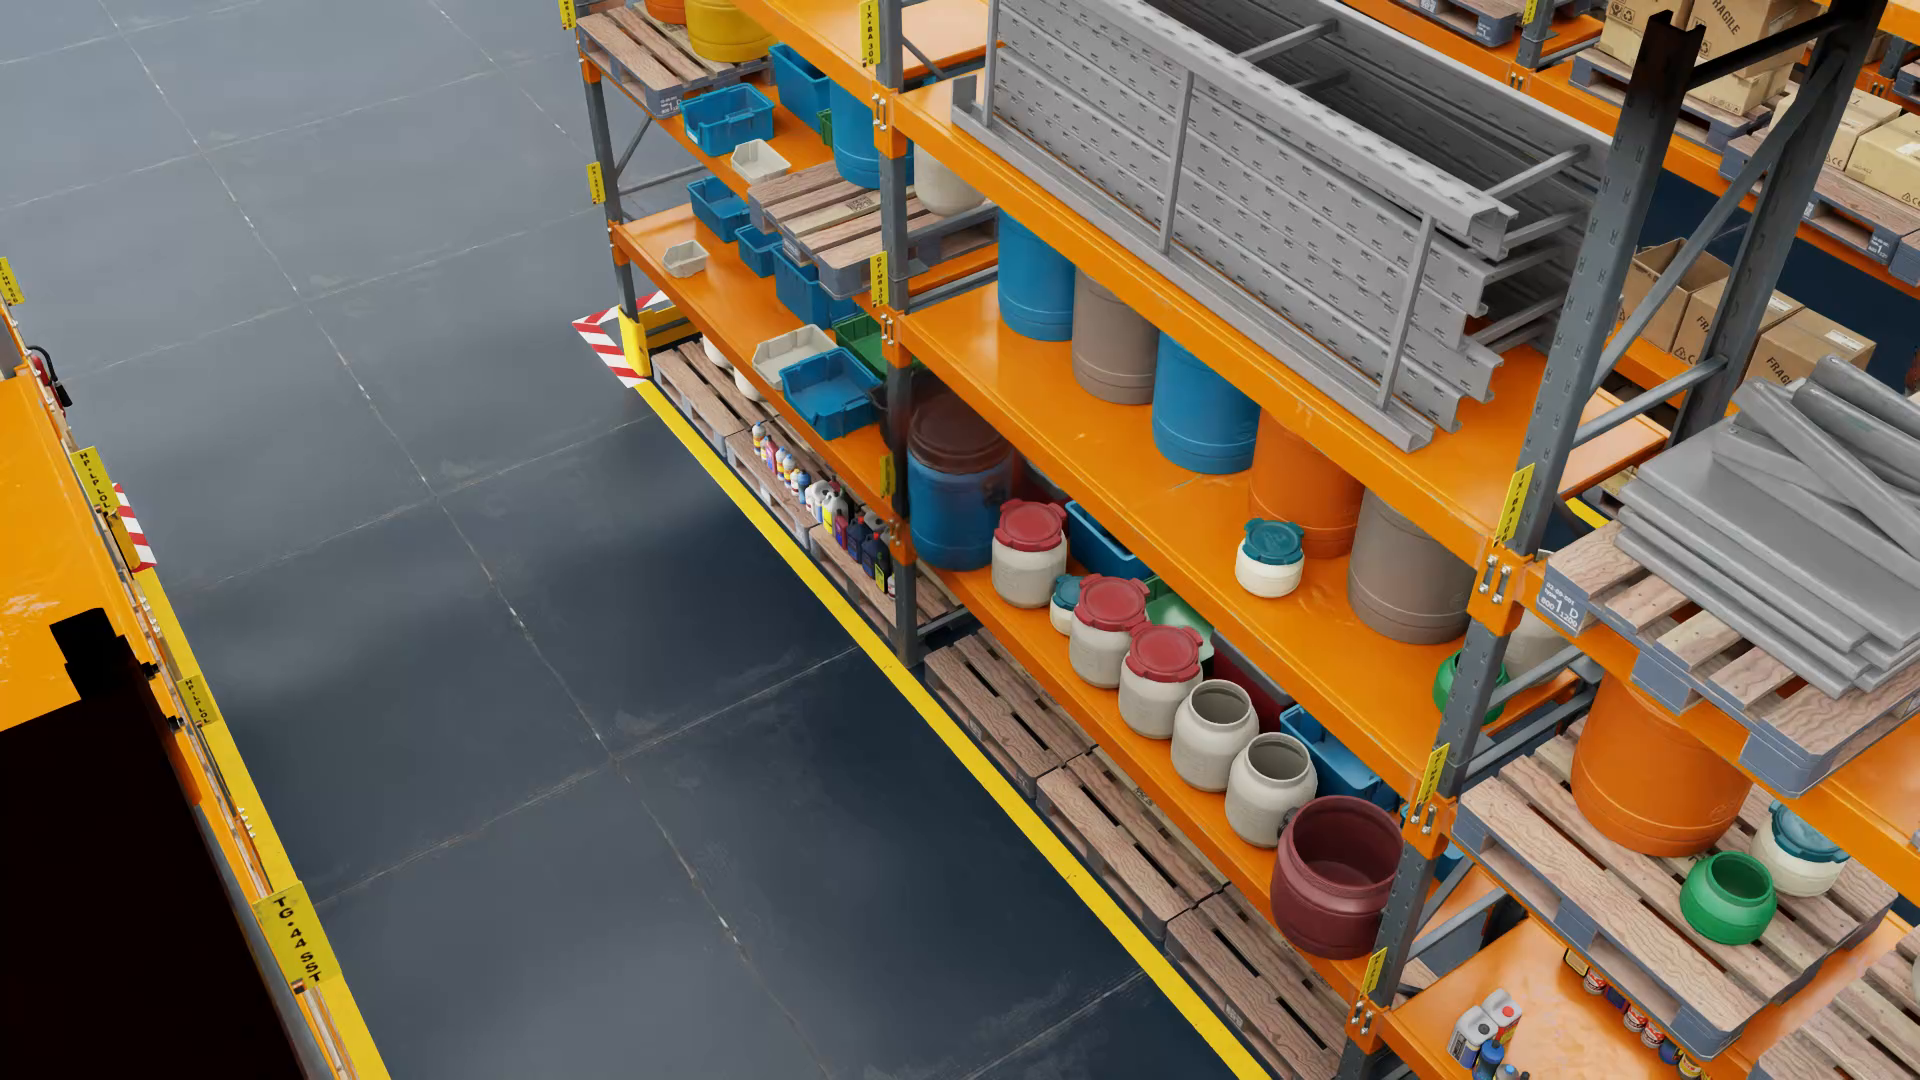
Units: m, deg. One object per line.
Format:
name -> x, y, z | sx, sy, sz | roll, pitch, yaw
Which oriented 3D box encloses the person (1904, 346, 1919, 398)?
person -> 7.003, -1.272, 11.850 | 0.599, 1.756, 0.540 | -10, 44, -11
